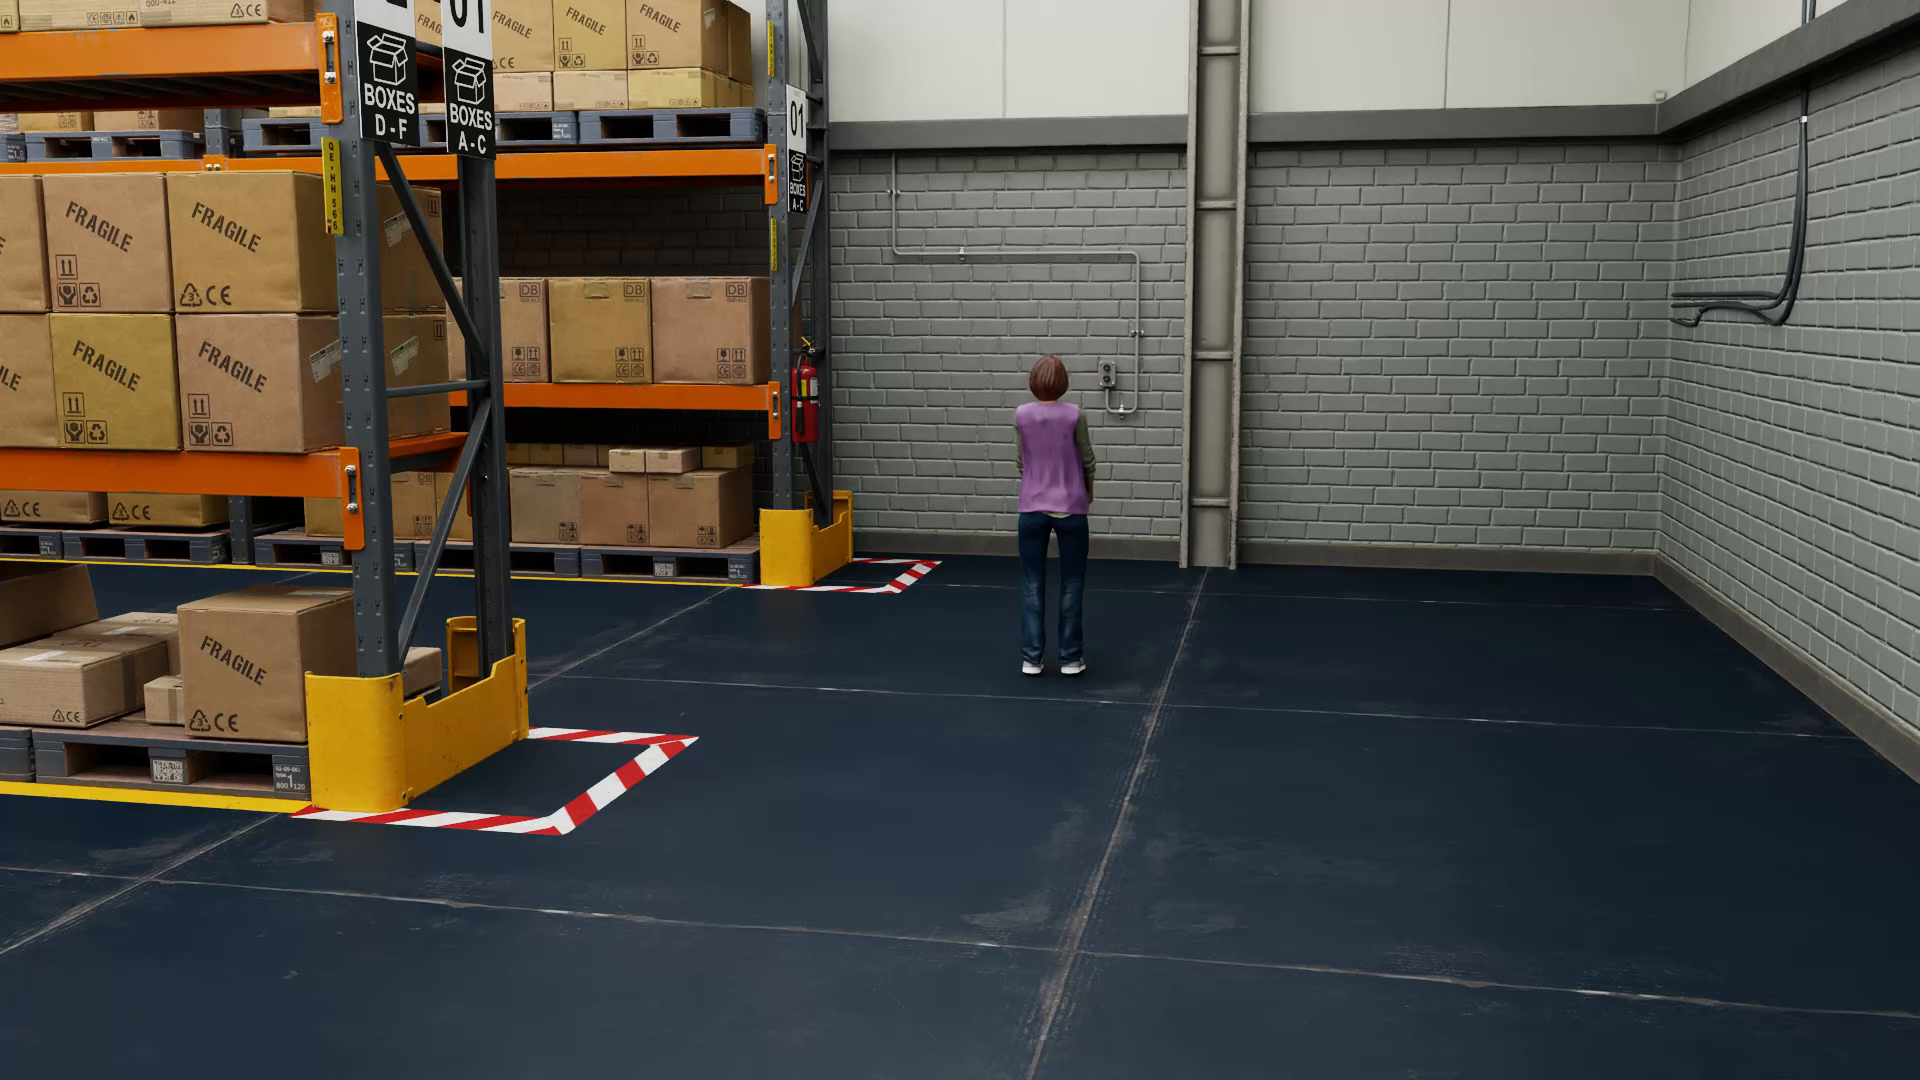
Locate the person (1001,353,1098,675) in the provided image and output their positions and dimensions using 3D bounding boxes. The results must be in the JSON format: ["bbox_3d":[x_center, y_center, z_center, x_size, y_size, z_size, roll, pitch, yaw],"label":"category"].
[{"bbox_3d":[0.445,-0.122,8.211,0.484,1.593,0.345,1,8,8],"label":"person"}]
